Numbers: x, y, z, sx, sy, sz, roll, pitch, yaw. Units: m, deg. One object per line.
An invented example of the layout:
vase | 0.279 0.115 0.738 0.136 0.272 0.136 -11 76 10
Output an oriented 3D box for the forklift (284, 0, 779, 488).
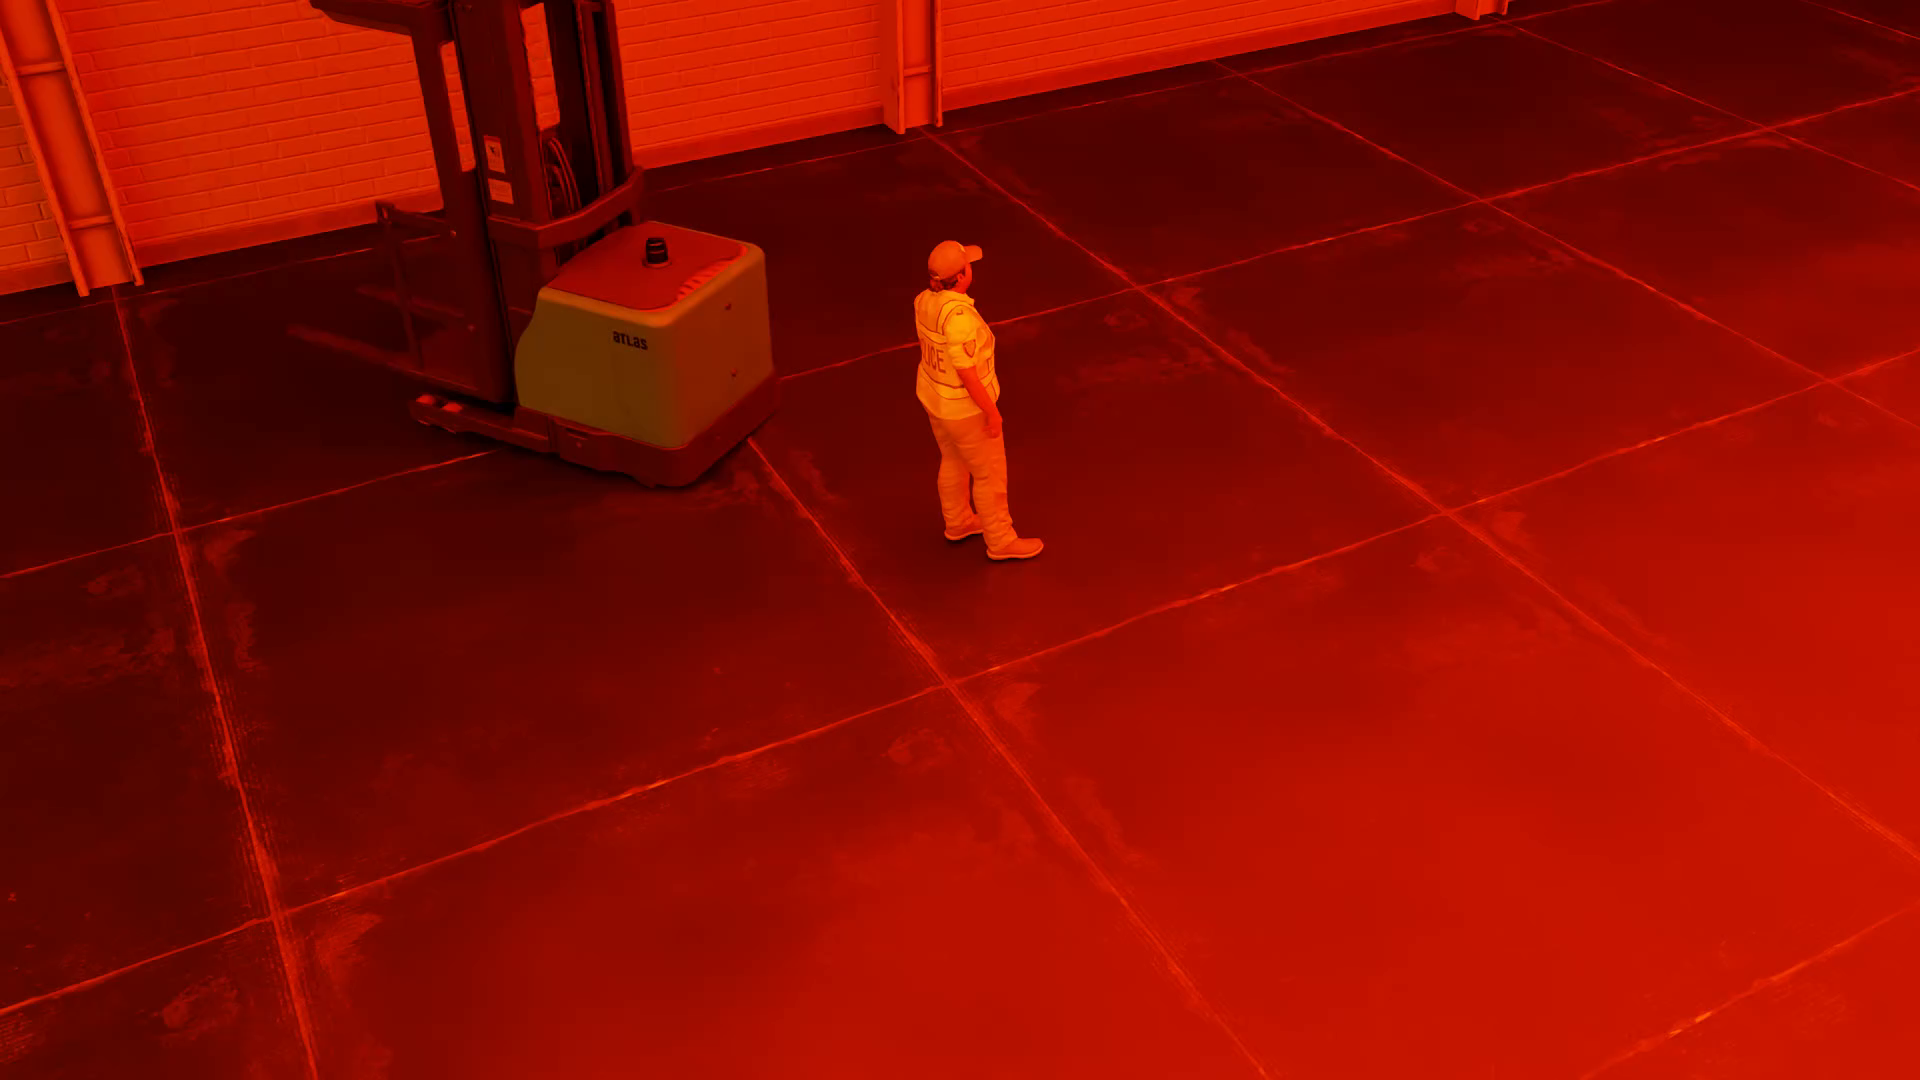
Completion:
forklift | -2.601 -2.066 9.046 3.031 2.935 1.130 16 38 22

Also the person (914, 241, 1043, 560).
person | 0.078 -0.695 8.190 0.529 1.670 0.598 -17 39 -23
